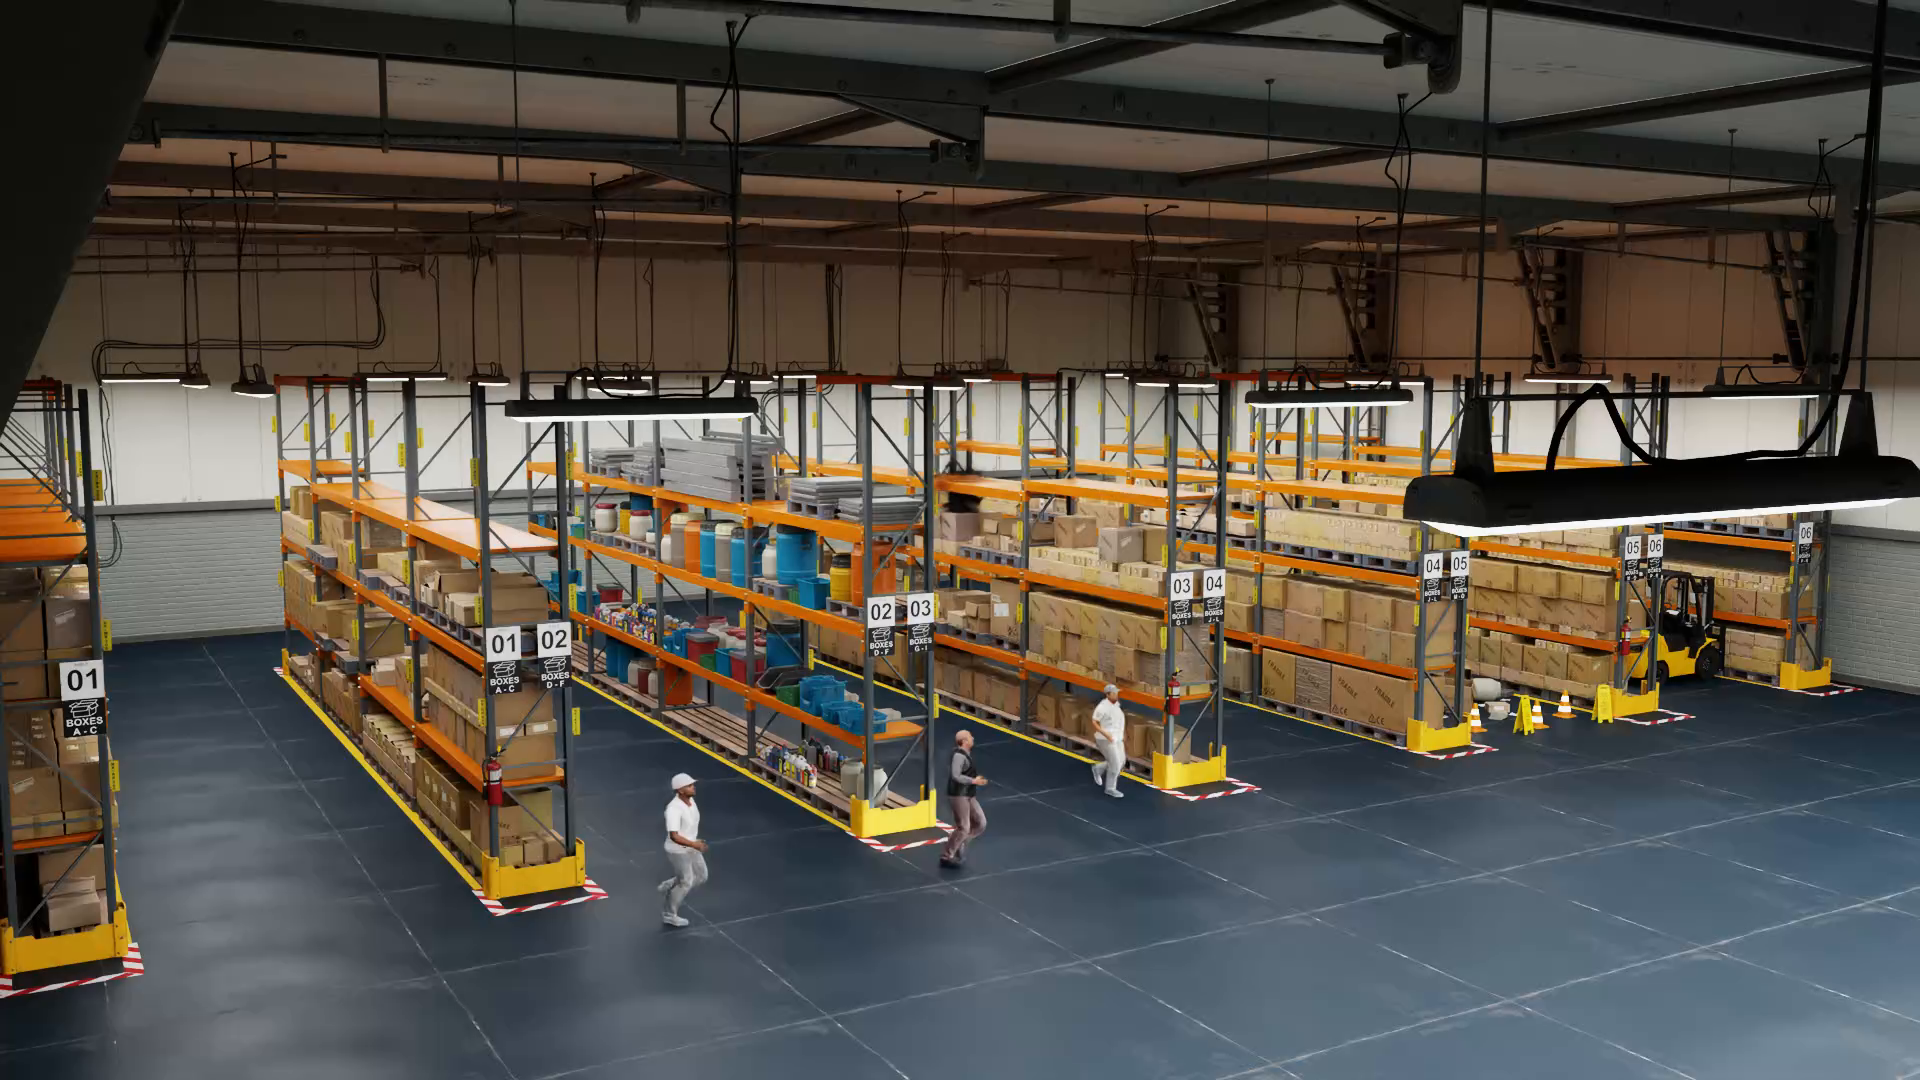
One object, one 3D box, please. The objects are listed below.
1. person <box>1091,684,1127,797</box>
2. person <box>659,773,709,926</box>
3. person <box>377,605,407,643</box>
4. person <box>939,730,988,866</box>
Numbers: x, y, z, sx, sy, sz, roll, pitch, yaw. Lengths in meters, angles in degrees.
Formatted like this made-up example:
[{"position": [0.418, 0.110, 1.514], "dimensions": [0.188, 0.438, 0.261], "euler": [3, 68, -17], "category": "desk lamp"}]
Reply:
[{"position": [2.116, 2.892, 24.148], "dimensions": [0.613, 1.619, 0.625], "euler": [5, 8, 39], "category": "person"}, {"position": [-3.083, 3.446, 18.625], "dimensions": [0.646, 1.720, 0.727], "euler": [1, 6, 8], "category": "person"}, {"position": [-11.852, 1.746, 34.661], "dimensions": [0.639, 1.580, 0.655], "euler": [3, 7, 28], "category": "person"}, {"position": [0.077, 3.224, 20.874], "dimensions": [0.601, 1.678, 0.655], "euler": [1, 6, 12], "category": "person"}]
